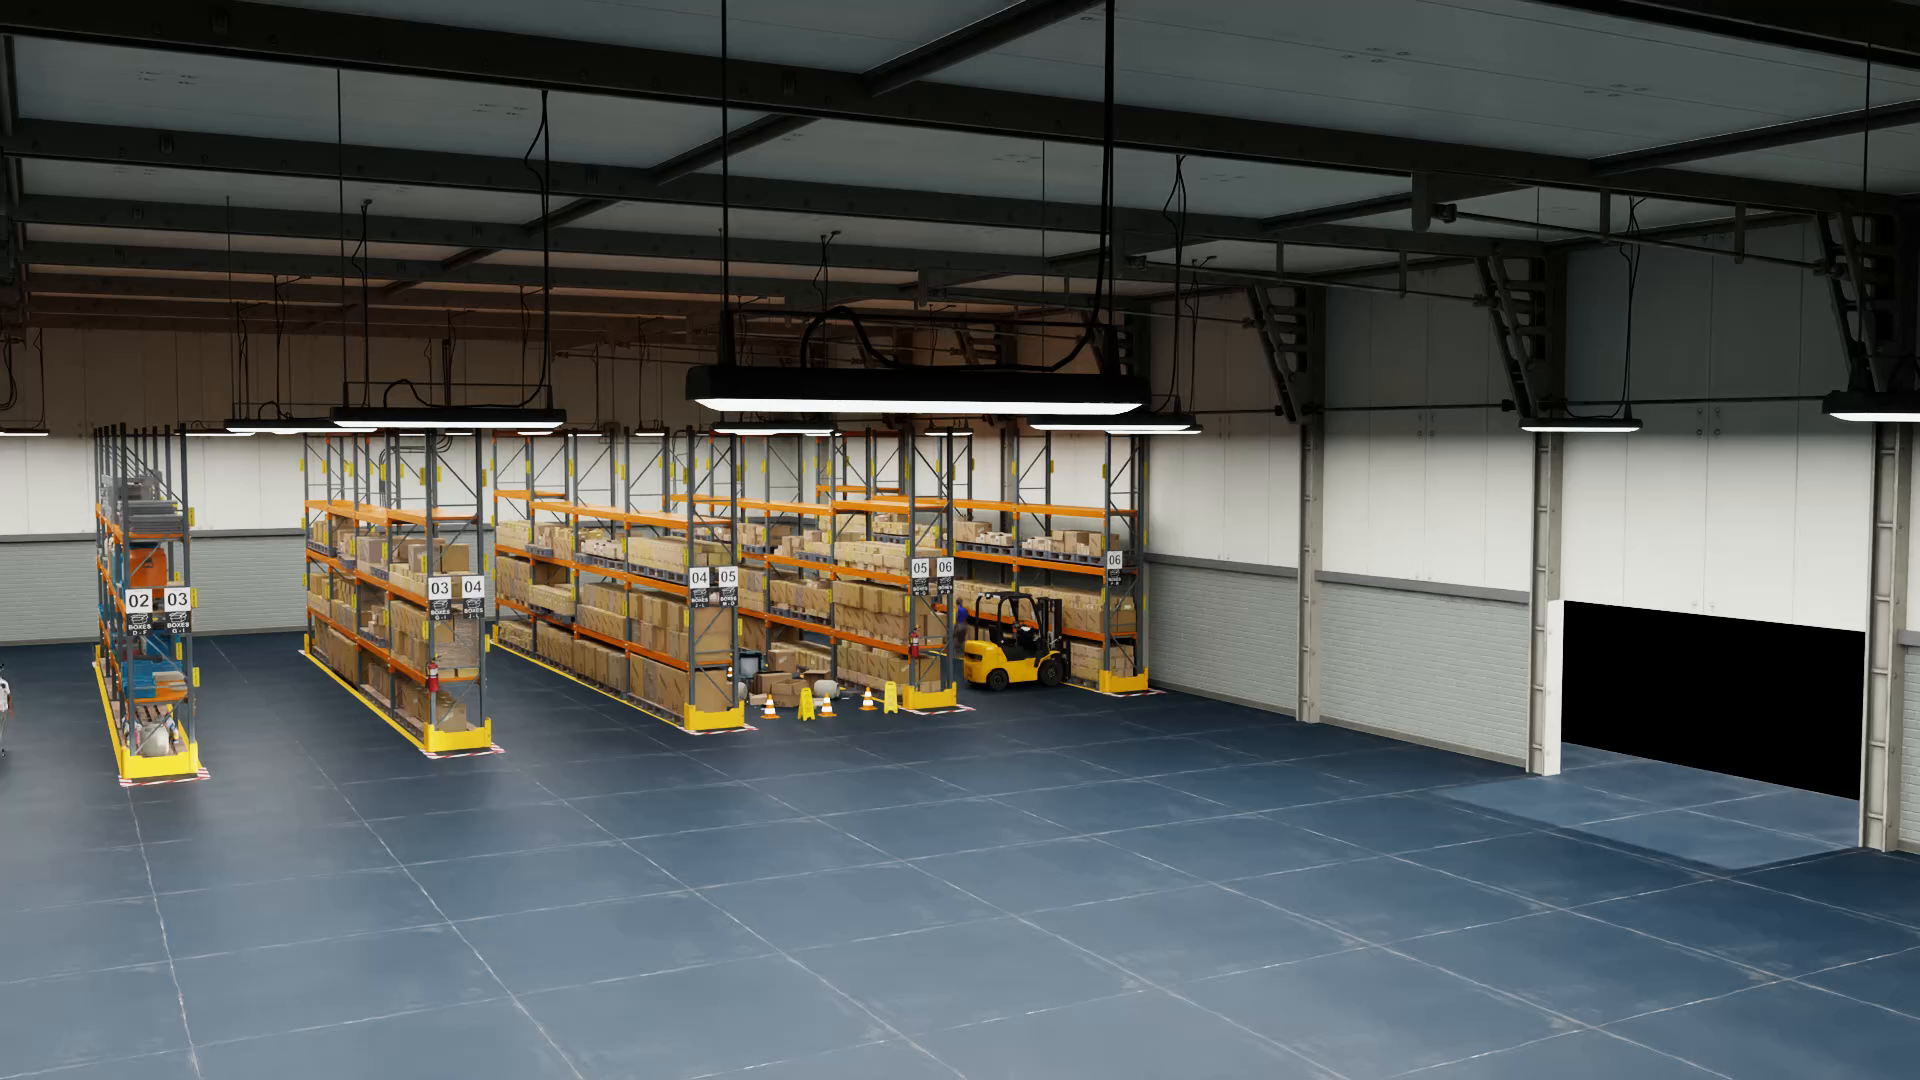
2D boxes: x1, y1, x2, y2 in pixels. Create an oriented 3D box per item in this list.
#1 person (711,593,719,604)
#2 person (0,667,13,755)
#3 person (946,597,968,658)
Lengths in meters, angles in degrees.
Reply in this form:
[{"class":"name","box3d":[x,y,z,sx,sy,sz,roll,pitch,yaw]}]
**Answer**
[{"class":"person","box3d":[-6.330,2.249,42.921,0.587,1.757,0.685,-2,4,-28]},{"class":"person","box3d":[-17.320,3.074,29.908,1.029,1.621,0.499,2,4,34]},{"class":"person","box3d":[0.005,2.215,41.435,0.482,1.562,0.656,-3,5,-41]}]
